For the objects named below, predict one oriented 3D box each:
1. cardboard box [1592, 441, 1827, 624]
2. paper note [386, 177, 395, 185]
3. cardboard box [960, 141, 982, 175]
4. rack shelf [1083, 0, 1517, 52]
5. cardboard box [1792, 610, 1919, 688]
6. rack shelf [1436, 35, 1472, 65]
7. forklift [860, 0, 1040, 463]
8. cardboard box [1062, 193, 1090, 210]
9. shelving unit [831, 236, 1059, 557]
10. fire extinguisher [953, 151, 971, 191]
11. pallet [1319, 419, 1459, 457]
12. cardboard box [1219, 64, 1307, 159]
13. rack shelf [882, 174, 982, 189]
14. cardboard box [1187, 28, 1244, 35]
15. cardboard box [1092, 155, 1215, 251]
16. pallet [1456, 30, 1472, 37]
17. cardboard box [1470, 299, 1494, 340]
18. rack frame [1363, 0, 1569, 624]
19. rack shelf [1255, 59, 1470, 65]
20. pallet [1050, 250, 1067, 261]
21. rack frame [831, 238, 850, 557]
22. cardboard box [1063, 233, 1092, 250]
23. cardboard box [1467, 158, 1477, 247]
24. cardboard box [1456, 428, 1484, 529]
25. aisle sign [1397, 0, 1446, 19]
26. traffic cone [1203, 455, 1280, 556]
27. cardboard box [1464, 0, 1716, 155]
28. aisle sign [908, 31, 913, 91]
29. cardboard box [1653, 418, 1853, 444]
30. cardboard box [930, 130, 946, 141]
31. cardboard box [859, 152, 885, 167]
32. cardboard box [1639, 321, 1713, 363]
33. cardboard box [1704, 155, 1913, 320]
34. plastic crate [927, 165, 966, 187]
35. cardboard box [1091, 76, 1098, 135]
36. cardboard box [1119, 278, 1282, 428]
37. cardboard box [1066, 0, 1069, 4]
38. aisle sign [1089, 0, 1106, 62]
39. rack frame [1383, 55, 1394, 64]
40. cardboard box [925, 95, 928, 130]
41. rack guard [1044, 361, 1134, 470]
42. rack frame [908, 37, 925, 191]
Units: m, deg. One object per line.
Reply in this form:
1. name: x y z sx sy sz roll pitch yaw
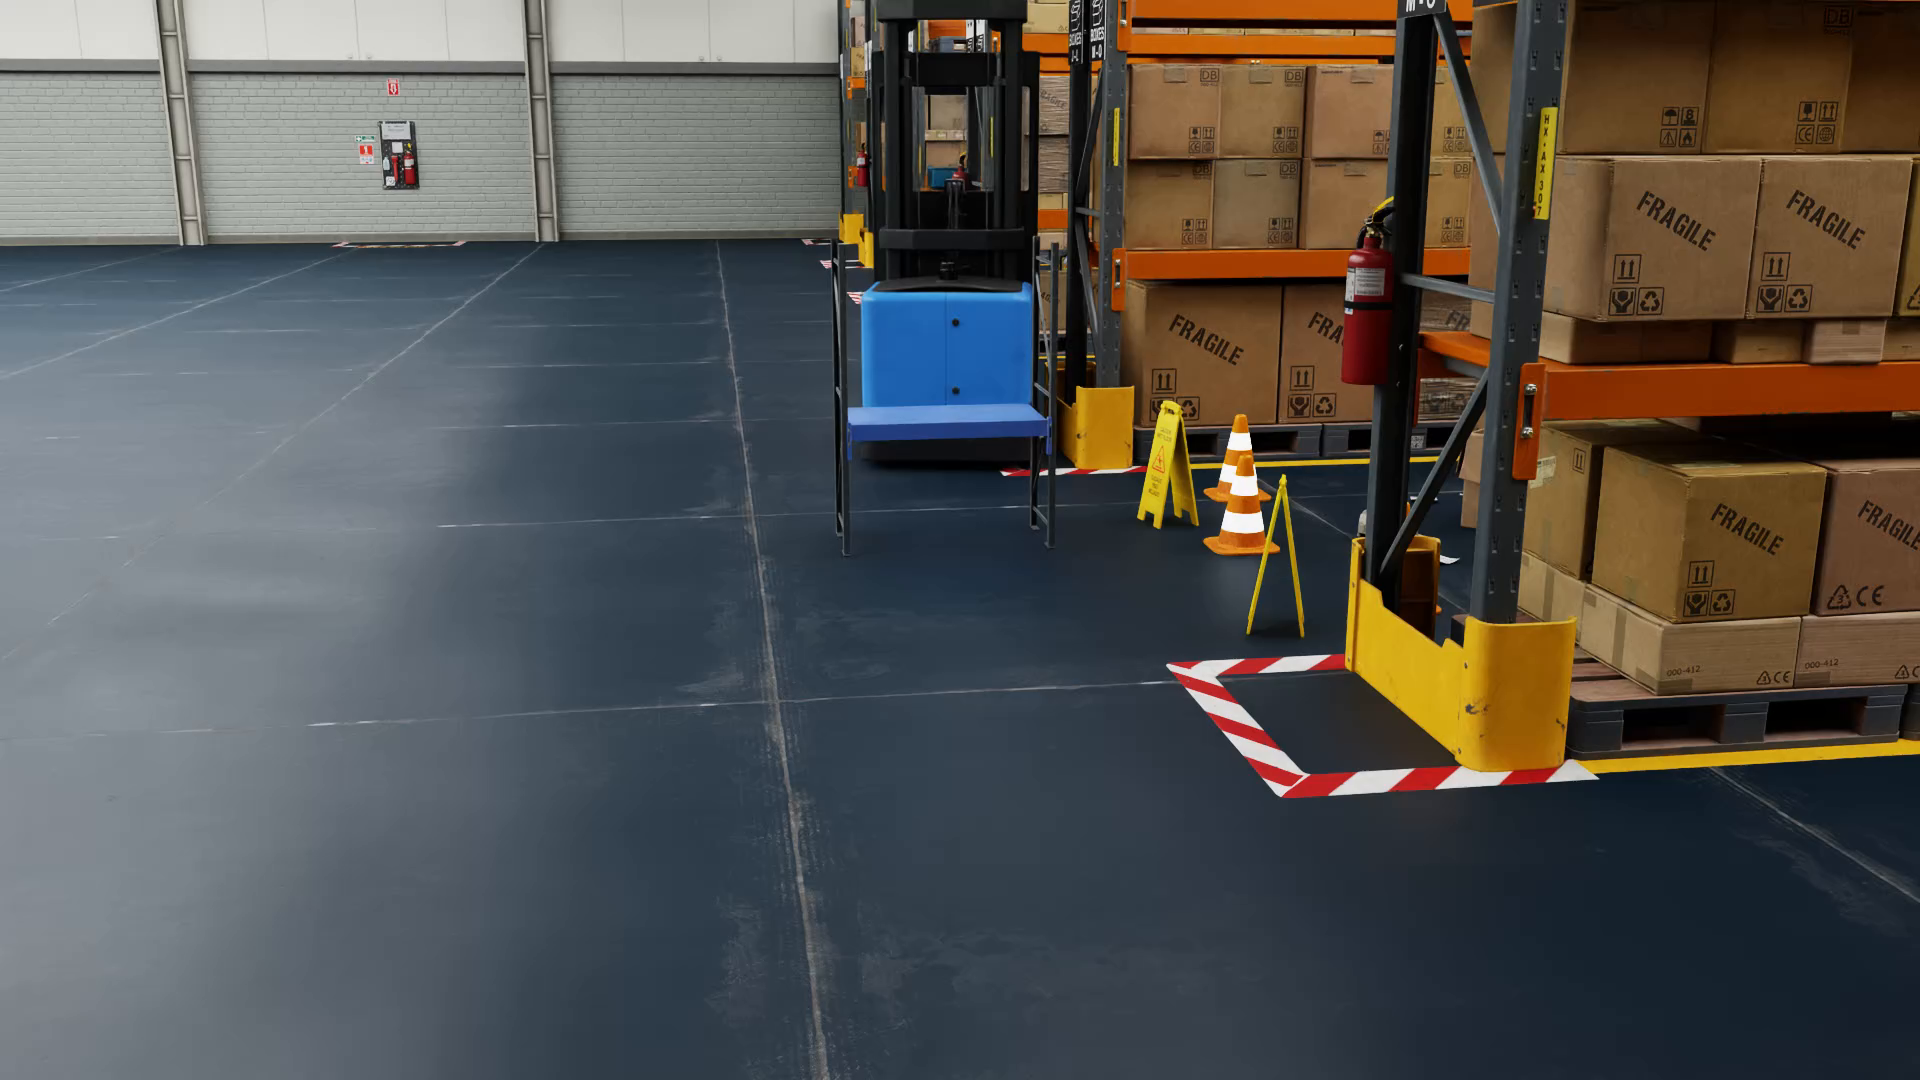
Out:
1. cardboard box: 2.535 -0.038 5.663 0.500 0.500 0.500 -3 14 -10
2. paper note: -10.022 -6.317 29.264 0.142 0.148 0.016 -2 14 -8
3. cardboard box: 0.198 -5.706 24.812 0.500 0.500 0.700 -2 14 -8
4. rack shelf: 2.813 -3.206 10.360 4.000 0.370 1.077 -2 14 -8
5. cardboard box: 3.017 0.311 5.816 0.500 0.250 0.500 -2 14 -6
6. rack shelf: 6.129 -4.547 15.710 4.000 0.370 1.077 -2 14 -8
7. forklift: -0.018 -2.199 11.176 1.130 2.935 3.031 1 14 3
8. cardboard box: 1.013 -3.065 15.003 0.250 0.149 0.380 -2 14 -8
9. shelving unit: -0.084 -0.724 8.237 1.048 1.500 0.538 -2 14 -8
10. fire extinguisher: 0.014 -3.293 15.555 0.183 0.674 0.296 -2 14 -8
11. pallet: 2.818 -0.766 11.051 1.213 0.211 1.003 -2 14 -8
12. cardboard box: 1.738 -2.670 10.383 0.550 0.550 0.875 -2 14 -8
13. rack shelf: 0.702 -5.330 24.999 4.000 0.370 1.077 -2 14 -8
14. cardboard box: 2.224 -4.619 14.824 0.500 0.250 0.500 -2 14 -7
15. cardboard box: 1.195 -2.124 10.427 0.550 0.550 0.875 -2 14 -8
16. pallet: 4.778 -4.729 15.343 1.003 0.211 1.213 -2 14 -8
17. cardboard box: 2.010 -0.783 5.905 0.250 0.149 0.380 -2 14 -6
18. rack frame: 1.672 -0.840 5.615 0.127 3.000 1.000 -2 14 -8
19. rack shelf: 5.391 -5.739 20.460 4.000 0.370 1.077 -2 14 -8
20. pallet: 1.887 -4.381 25.465 1.213 0.211 1.003 -2 14 -8
21. rack frame: -0.587 -0.706 8.164 0.032 1.500 0.500 -2 14 -8
22. cardboard box: 1.757 -4.537 25.144 0.500 0.250 0.500 -2 14 -8
23. cardboard box: 3.335 -2.212 10.777 0.550 0.550 0.875 -2 14 -8
24. cardboard box: 3.032 -0.302 8.601 0.797 0.503 0.637 12 18 40
25. aisle sign: 1.568 -2.169 5.568 0.004 0.787 0.394 -2 14 -8
26. traffic cone: 1.404 -0.190 8.239 0.334 0.463 0.336 -2 14 -8
27. cardboard box: 2.145 -1.589 5.728 0.500 0.500 0.700 -2 14 -10
28. aisle sign: -0.569 -5.603 19.263 0.004 0.787 0.394 -2 14 -8
29. cardboard box: 2.941 -0.185 6.252 0.500 0.500 0.500 -2 14 -6
30. cardboard box: -0.348 -5.951 24.457 0.250 0.149 0.380 -2 14 -8
31. cardboard box: -1.488 -6.677 29.155 0.500 0.250 0.500 -3 14 -10
32. cardboard box: 2.287 -0.693 5.546 0.250 0.149 0.380 -2 14 -7
33. cardboard box: 2.694 -1.003 5.447 0.500 0.500 0.500 -2 14 -7
34. plastic crate: -0.092 -4.433 20.248 0.616 0.251 0.499 -2 14 -8
35. cardboard box: 1.276 -3.872 14.834 0.500 0.500 0.500 -2 14 -8
36. cardboard box: 1.496 -1.241 10.717 0.875 0.875 0.875 -2 14 -8
37. cardboard box: 1.005 -4.779 14.642 0.250 0.149 0.380 -2 14 -9
38. aisle sign: 0.810 -3.213 9.734 0.004 0.787 0.394 -2 14 -8
39. rack frame: 4.151 -3.369 15.698 0.127 3.000 1.000 -2 14 -8
40. cardboard box: -0.760 -6.300 24.515 0.500 0.500 0.700 -2 14 -8
41. rack guard: 0.811 -0.814 10.649 0.348 0.500 1.175 -2 14 -8
42. rack frame: -0.542 -4.415 19.871 0.127 3.000 1.000 -2 14 -8
